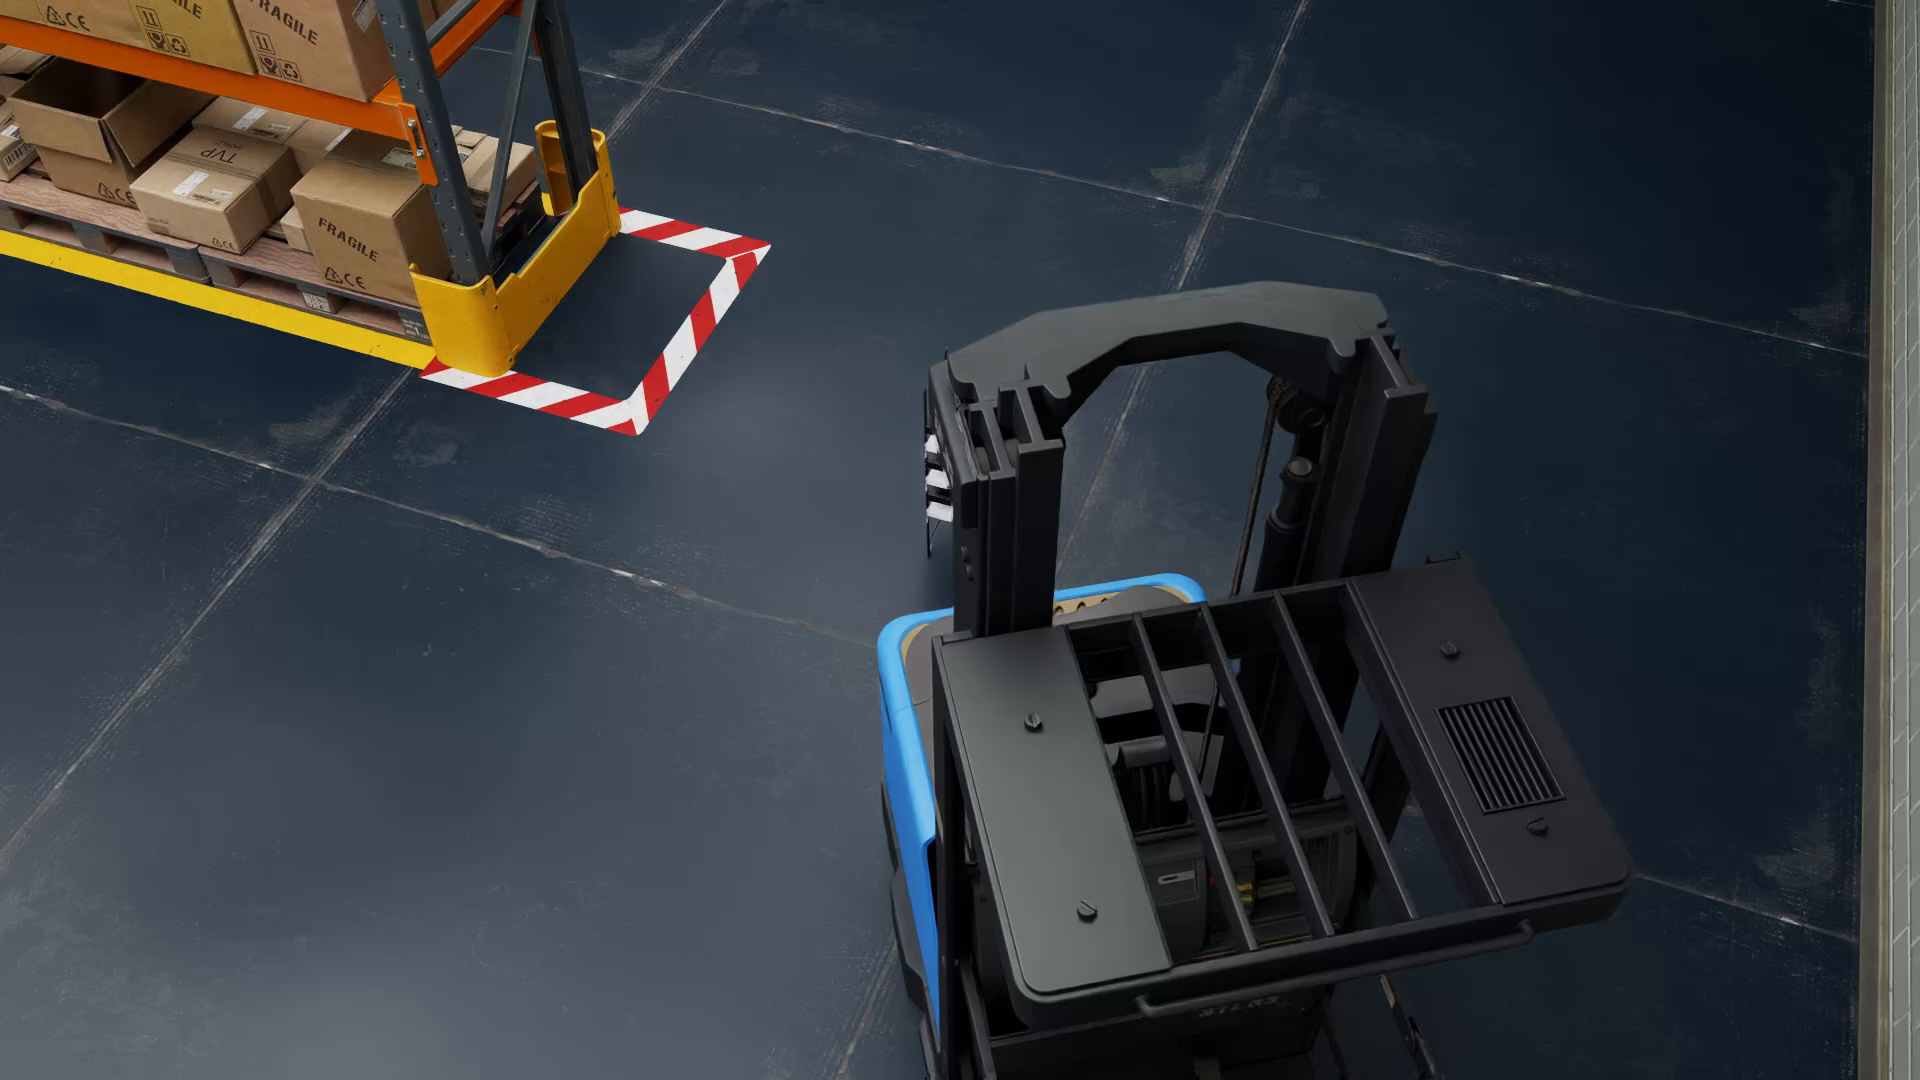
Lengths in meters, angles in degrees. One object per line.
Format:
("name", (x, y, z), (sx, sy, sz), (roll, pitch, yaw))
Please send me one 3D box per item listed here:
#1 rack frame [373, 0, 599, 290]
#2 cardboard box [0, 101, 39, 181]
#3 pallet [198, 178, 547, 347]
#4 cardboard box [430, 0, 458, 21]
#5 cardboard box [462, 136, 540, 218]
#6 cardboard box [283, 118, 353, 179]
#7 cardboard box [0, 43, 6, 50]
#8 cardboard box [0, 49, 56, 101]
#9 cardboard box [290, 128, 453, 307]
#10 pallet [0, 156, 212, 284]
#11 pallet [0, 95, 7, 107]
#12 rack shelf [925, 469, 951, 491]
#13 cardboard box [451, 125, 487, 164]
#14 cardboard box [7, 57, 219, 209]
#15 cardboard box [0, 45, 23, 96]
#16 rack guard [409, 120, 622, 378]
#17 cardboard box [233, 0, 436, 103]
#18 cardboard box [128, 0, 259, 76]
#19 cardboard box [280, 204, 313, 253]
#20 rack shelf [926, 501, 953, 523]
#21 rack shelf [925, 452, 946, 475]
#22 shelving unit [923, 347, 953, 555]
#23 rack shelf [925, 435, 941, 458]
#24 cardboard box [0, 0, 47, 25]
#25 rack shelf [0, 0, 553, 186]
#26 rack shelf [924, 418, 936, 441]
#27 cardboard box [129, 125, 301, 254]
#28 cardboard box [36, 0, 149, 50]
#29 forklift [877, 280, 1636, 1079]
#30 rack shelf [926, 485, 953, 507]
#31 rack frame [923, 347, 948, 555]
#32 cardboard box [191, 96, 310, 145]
("rack frame", (-1.882, -2.113, 6.463), (0.127, 3.000, 1.000), (16, 51, 13))
("cardboard box", (-4.500, -1.894, 7.857), (0.250, 0.166, 0.380), (16, 51, 13))
("pallet", (-2.701, -1.427, 7.714), (1.213, 0.211, 1.003), (16, 51, 13))
("cardboard box", (-2.207, -2.449, 6.688), (0.500, 0.500, 0.500), (17, 51, 14))
("cardboard box", (-2.156, -1.677, 7.680), (0.250, 0.149, 0.380), (16, 51, 13))
("cardboard box", (-2.763, -1.831, 7.747), (0.500, 0.250, 0.500), (16, 51, 13))
("cardboard box", (-5.001, -2.538, 8.194), (0.500, 0.500, 0.500), (16, 51, 13))
("cardboard box", (-4.298, -2.279, 8.095), (0.500, 0.311, 0.500), (16, 51, 13))
("cardboard box", (-2.477, -1.406, 7.213), (0.500, 0.500, 0.500), (16, 51, 13))
("pallet", (-3.842, -1.748, 7.992), (1.213, 0.211, 1.003), (16, 51, 13))
("pallet", (-4.990, -2.066, 8.268), (1.213, 0.211, 1.003), (16, 51, 13))
("rack shelf", (0.008, -0.271, 6.300), (0.200, 0.077, 0.258), (16, 51, 13))
("cardboard box", (-2.390, -1.748, 7.730), (0.250, 0.166, 0.380), (16, 51, 13))
("cardboard box", (-3.870, -1.998, 7.725), (0.637, 0.503, 0.797), (16, 51, 13))
("cardboard box", (-4.629, -2.367, 8.278), (0.250, 0.149, 0.380), (16, 51, 13))
("rack guard", (-1.953, -1.314, 7.425), (0.348, 0.500, 1.175), (16, 51, 13))
("cardboard box", (-2.396, -2.070, 6.359), (0.500, 0.500, 0.500), (17, 51, 14))
("cardboard box", (-2.884, -2.203, 6.475), (0.500, 0.500, 0.500), (16, 51, 13))
("cardboard box", (-2.826, -1.467, 7.487), (0.250, 0.166, 0.380), (16, 51, 13))
("rack shelf", (0.008, -0.153, 6.436), (0.200, 0.077, 0.258), (16, 51, 13))
("rack shelf", (0.008, -0.330, 6.232), (0.200, 0.077, 0.258), (16, 51, 13))
("shelving unit", (0.008, -0.293, 6.275), (0.210, 0.900, 0.258), (16, 51, 13))
("rack shelf", (0.008, -0.389, 6.164), (0.200, 0.077, 0.258), (16, 51, 13))
("cardboard box", (-3.823, -2.470, 6.706), (0.500, 0.500, 0.500), (15, 51, 13))
("rack shelf", (-3.758, -2.401, 7.189), (4.000, 0.370, 1.077), (16, 51, 13))
("rack shelf", (0.008, -0.448, 6.096), (0.200, 0.077, 0.258), (16, 51, 13))
("cardboard box", (-3.358, -1.594, 7.542), (0.500, 0.250, 0.500), (16, 51, 13))
("cardboard box", (-3.350, -2.338, 6.592), (0.500, 0.500, 0.500), (16, 51, 13))
("forklift", (0.538, 0.999, 3.811), (1.130, 2.935, 3.031), (-9, 50, -8))
("rack shelf", (0.008, -0.212, 6.368), (0.200, 0.077, 0.258), (16, 51, 13))
("rack frame", (-0.088, -0.319, 6.298), (0.006, 0.900, 0.240), (16, 51, 13))
("cardboard box", (-3.232, -1.962, 7.860), (0.500, 0.250, 0.500), (16, 51, 13))
